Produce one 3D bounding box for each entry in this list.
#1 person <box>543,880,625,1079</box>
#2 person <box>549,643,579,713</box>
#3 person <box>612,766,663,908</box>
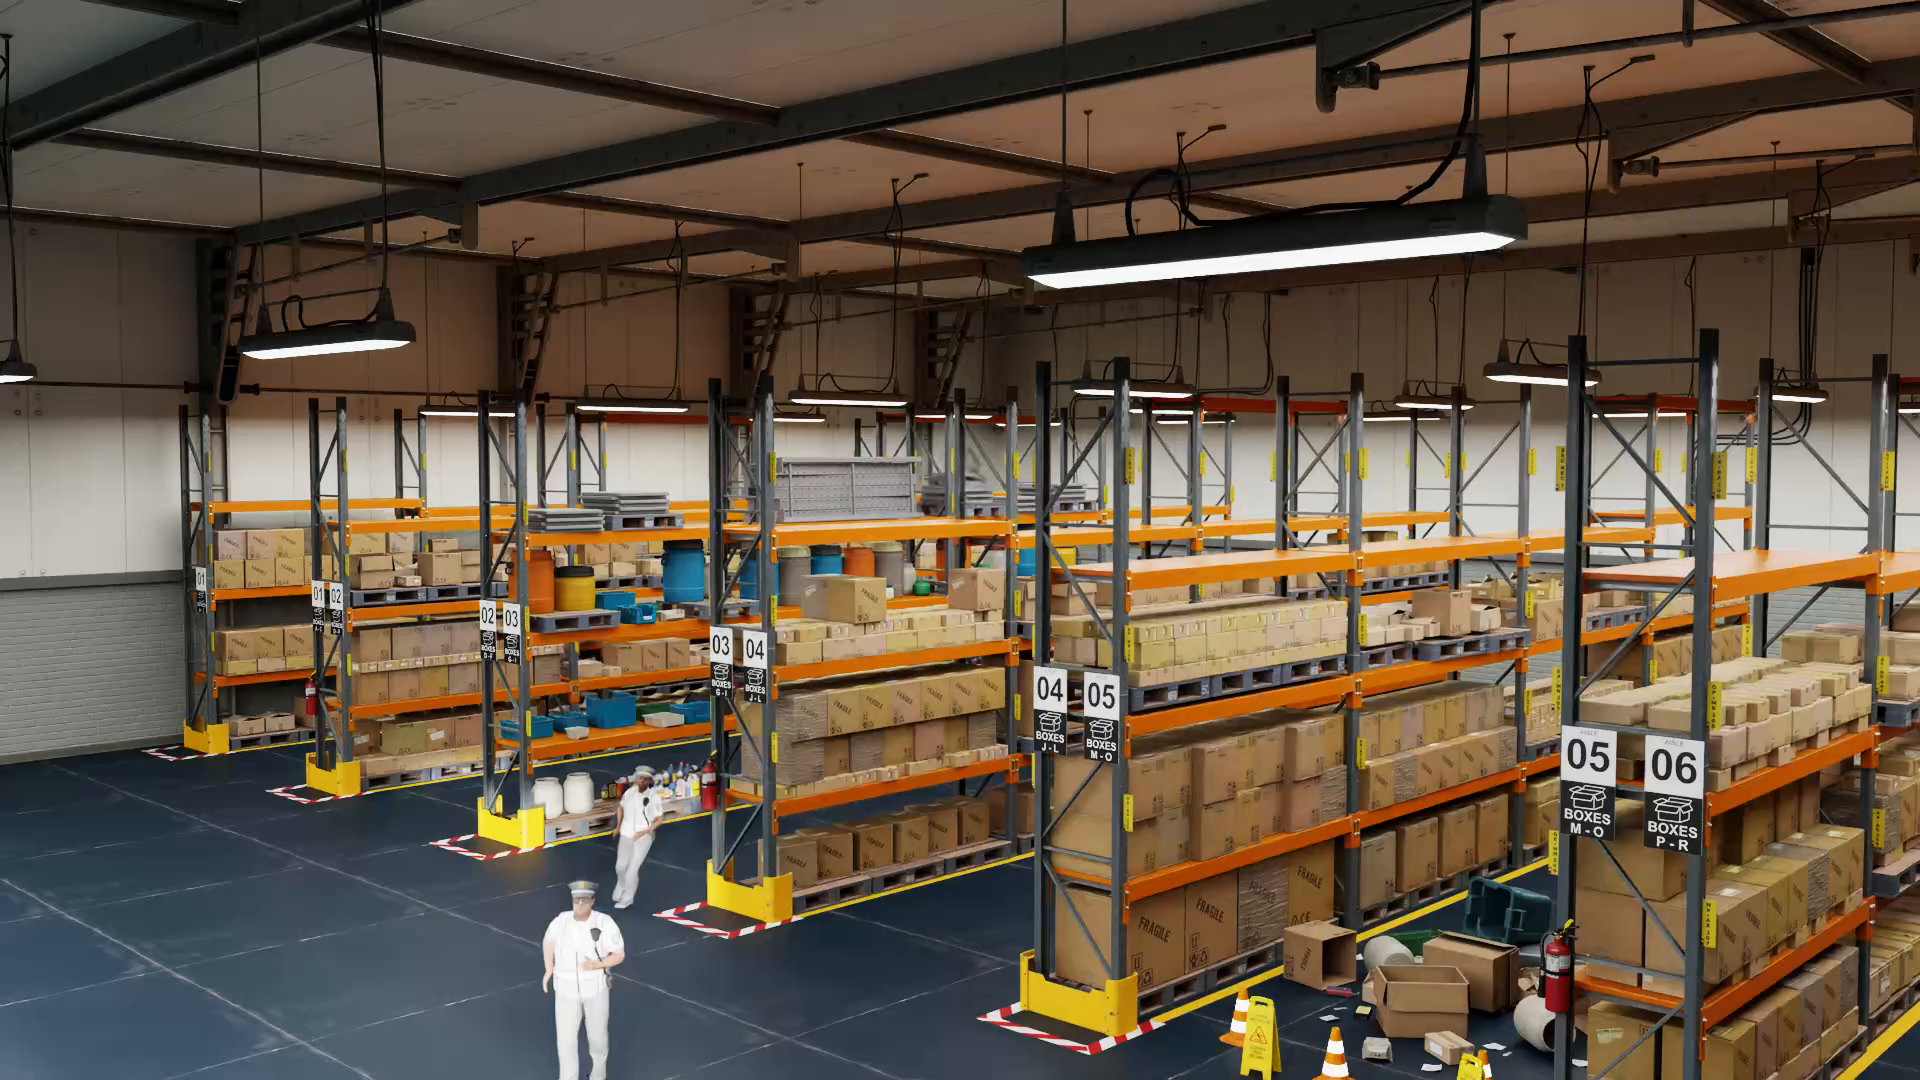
[{"bbox_3d":[-2.980,3.559,13.132,0.666,1.773,0.946,0,3,-6],"label":"person"},{"bbox_3d":[-7.316,2.670,30.783,0.720,1.746,0.913,3,4,41],"label":"person"},{"bbox_3d":[-3.658,3.355,18.747,0.596,1.627,0.557,0,3,5],"label":"person"}]
